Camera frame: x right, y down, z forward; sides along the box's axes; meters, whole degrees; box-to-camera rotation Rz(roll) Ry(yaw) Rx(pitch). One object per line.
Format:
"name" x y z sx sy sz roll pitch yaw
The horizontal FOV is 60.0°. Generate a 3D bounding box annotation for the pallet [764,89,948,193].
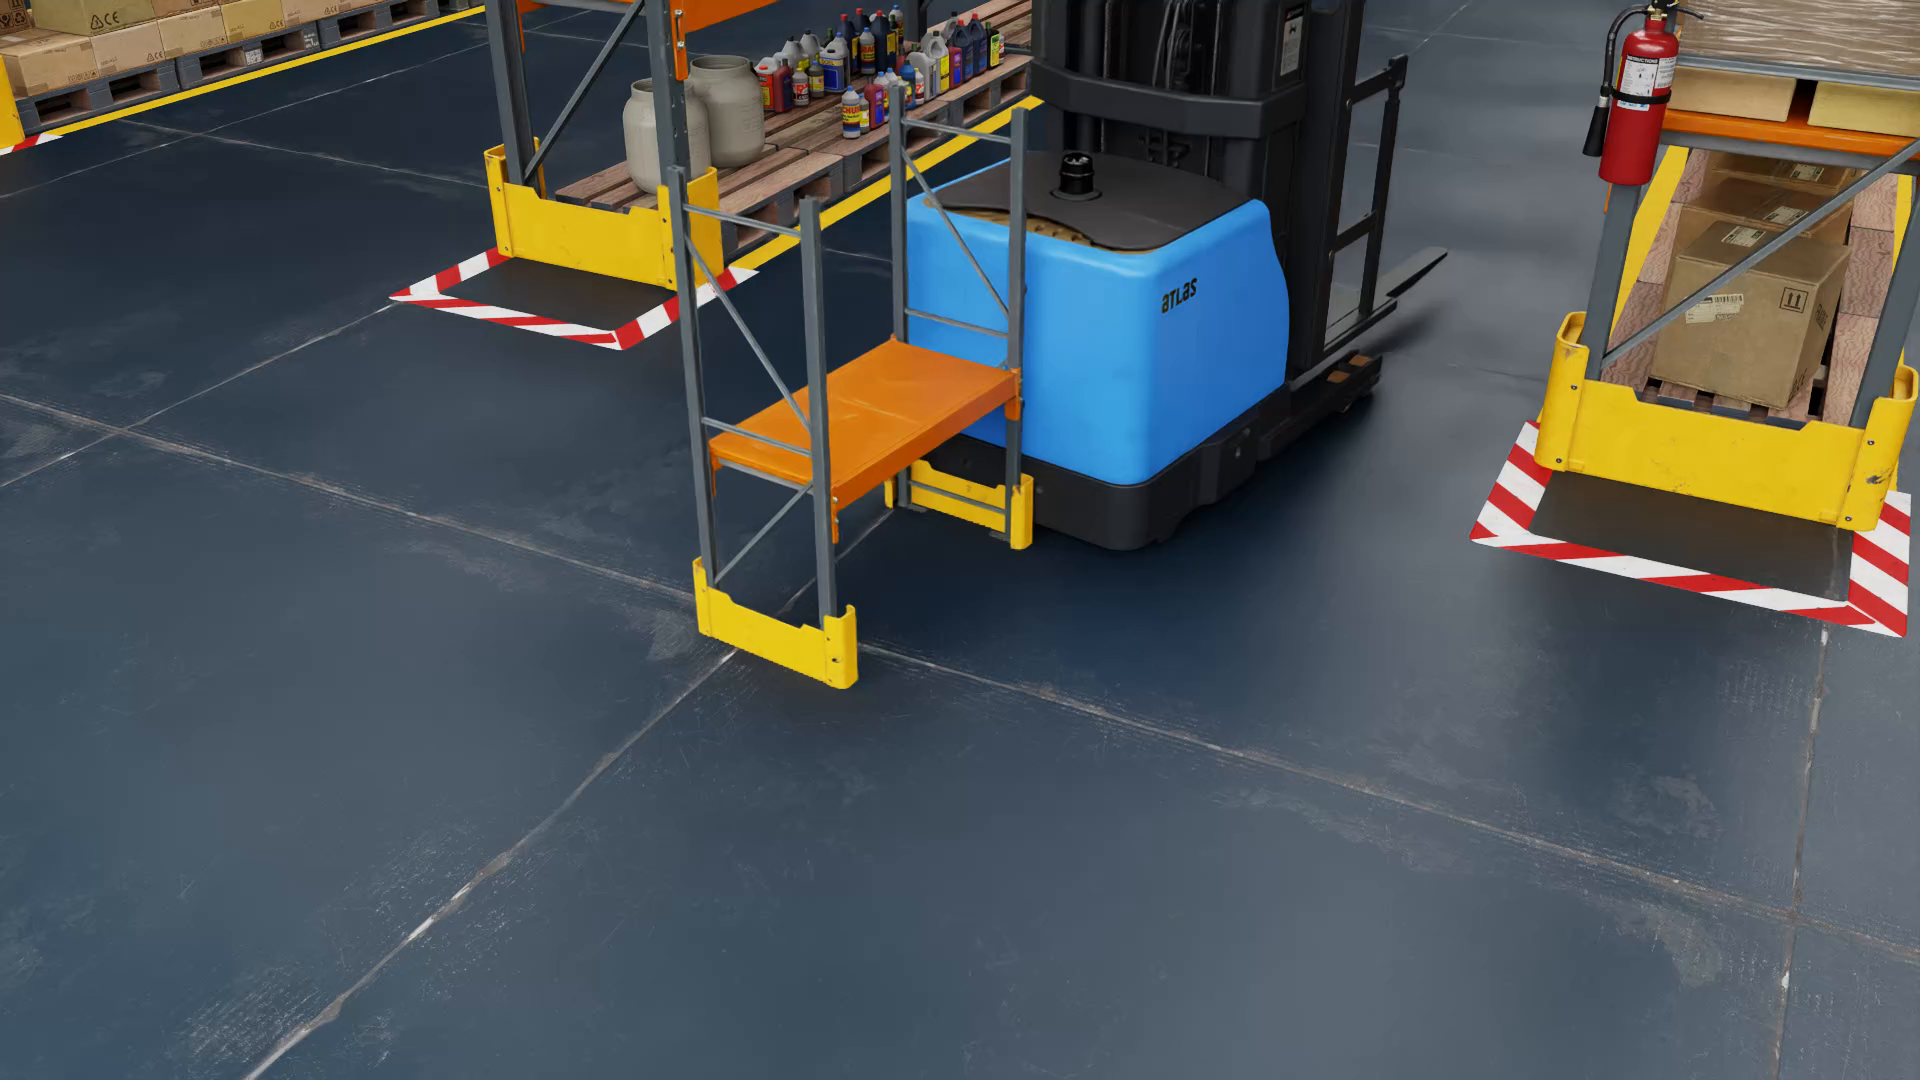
"pallet" -0.779 -2.350 9.630 1.003 0.211 1.213 14 33 23

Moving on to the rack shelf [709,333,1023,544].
"rack shelf" -0.293 -0.344 5.204 0.538 0.185 1.000 19 35 29

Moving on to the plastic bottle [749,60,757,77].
"plastic bottle" -1.220 -2.600 9.551 0.061 0.283 0.133 15 33 24

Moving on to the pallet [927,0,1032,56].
"pallet" 0.442 -3.538 11.699 1.003 0.211 1.213 14 33 23

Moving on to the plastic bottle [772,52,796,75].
"plastic bottle" -1.054 -2.708 9.746 0.152 0.276 0.135 13 32 22

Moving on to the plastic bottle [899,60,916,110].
"plastic bottle" -0.306 -2.644 9.640 0.097 0.271 0.097 0 30 0

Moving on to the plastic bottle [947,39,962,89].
"plastic bottle" -0.042 -2.886 10.049 0.061 0.283 0.133 17 34 27

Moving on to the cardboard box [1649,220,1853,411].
"cardboard box" 3.006 -0.865 6.332 0.500 0.500 0.500 21 36 32

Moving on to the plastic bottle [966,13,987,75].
"plastic bottle" 0.082 -3.082 10.322 0.144 0.351 0.185 13 32 22

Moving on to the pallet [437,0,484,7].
"pallet" -3.988 -4.642 13.622 1.003 0.211 1.213 14 33 23

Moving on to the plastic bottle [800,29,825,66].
"plastic bottle" -0.898 -2.897 10.000 0.144 0.351 0.185 14 33 23

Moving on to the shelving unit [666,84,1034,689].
"shelving unit" -0.288 -0.504 5.121 0.587 1.500 1.083 19 35 29

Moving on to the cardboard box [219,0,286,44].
"cardboard box" -4.984 -3.584 11.319 0.500 0.250 0.500 14 33 23

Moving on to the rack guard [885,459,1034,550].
"rack guard" -0.010 -0.167 5.790 0.587 0.250 0.087 19 35 29

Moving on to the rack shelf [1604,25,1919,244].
"rack shelf" 3.617 -2.068 7.062 1.077 0.370 4.000 14 33 23

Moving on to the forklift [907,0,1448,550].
"forklift" 1.059 -1.910 6.134 1.130 2.935 3.031 21 36 31

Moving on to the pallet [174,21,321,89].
"pallet" -5.243 -3.421 11.495 1.003 0.211 1.213 14 33 23

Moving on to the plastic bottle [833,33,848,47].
"plastic bottle" -0.738 -2.977 10.220 0.097 0.271 0.097 0 30 0

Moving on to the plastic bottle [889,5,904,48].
"plastic bottle" -0.416 -3.356 10.880 0.097 0.271 0.097 0 30 0

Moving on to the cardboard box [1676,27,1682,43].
"cardboard box" 2.835 -1.791 6.109 0.380 0.149 0.250 14 33 23

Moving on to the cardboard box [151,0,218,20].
"cardboard box" -5.226 -3.691 10.753 0.500 0.500 0.500 14 33 23

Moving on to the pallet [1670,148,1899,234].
"pallet" 4.254 -1.752 8.589 1.003 0.211 1.213 14 33 23

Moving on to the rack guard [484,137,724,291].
"rack guard" -1.710 -1.578 7.995 1.175 0.500 0.348 14 33 23

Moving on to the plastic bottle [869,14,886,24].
"plastic bottle" -0.539 -3.209 10.619 0.152 0.276 0.135 16 33 25

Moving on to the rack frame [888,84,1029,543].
"rack frame" -0.009 -0.710 5.480 0.500 1.500 0.032 19 35 29

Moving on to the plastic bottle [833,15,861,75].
"plastic bottle" -0.704 -3.085 10.329 0.144 0.351 0.185 13 32 21

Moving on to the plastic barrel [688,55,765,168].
"plastic barrel" -1.243 -2.252 8.736 0.421 0.512 0.421 0 30 0

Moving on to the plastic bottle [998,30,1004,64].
"plastic bottle" 0.231 -3.136 10.568 0.097 0.201 0.097 0 30 0

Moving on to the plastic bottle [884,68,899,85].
"plastic bottle" -0.398 -2.554 9.484 0.097 0.271 0.097 0 30 0

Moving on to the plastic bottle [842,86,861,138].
"plastic bottle" -0.600 -2.358 9.142 0.097 0.271 0.097 0 30 0

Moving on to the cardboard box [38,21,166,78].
"cardboard box" -5.444 -3.142 10.549 0.500 0.250 0.500 14 33 23

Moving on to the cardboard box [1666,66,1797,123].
"cardboard box" 2.652 -1.558 5.703 0.380 0.149 0.250 14 33 23

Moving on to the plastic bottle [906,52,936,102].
"plastic bottle" -0.230 -2.750 9.820 0.152 0.276 0.135 15 33 24

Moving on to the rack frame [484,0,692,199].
"rack frame" -1.703 -2.617 7.296 1.000 3.000 0.127 14 33 23

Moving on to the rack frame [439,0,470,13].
"rack frame" -4.289 -5.516 12.343 1.000 3.000 0.127 14 33 23

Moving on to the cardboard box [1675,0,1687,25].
"cardboard box" 3.102 -2.152 6.087 0.875 0.500 0.500 14 33 23

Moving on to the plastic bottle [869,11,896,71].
"plastic bottle" -0.490 -3.136 10.417 0.144 0.351 0.185 14 33 23

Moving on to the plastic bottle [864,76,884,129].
"plastic bottle" -0.480 -2.459 9.306 0.061 0.283 0.133 15 33 24

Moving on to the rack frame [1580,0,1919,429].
"rack frame" 2.706 -1.494 5.339 1.000 3.000 0.127 14 33 23

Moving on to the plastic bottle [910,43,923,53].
"plastic bottle" -0.255 -2.836 9.962 0.061 0.283 0.133 14 33 23

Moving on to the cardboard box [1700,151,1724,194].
"cardboard box" 4.056 -1.941 8.207 0.500 0.500 0.500 -26 39 -37

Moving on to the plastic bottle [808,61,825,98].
"plastic bottle" -0.855 -2.742 9.880 0.097 0.201 0.097 0 30 0

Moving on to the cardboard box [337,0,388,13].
"cardboard box" -4.542 -4.031 12.097 0.500 0.250 0.500 14 33 23

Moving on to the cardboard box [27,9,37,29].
"cardboard box" -5.912 -3.261 10.757 0.500 0.250 0.500 14 33 23

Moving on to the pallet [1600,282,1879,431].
"pallet" 3.142 -0.670 6.705 1.003 0.211 1.213 14 33 23

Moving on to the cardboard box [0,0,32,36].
"cardboard box" -6.131 -3.363 10.180 0.500 0.500 0.500 14 33 23

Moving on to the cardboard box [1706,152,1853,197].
"cardboard box" 3.549 -1.411 7.283 0.500 0.500 0.500 18 34 28

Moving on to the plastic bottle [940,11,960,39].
"plastic bottle" -0.046 -3.114 10.379 0.144 0.351 0.185 14 33 23
